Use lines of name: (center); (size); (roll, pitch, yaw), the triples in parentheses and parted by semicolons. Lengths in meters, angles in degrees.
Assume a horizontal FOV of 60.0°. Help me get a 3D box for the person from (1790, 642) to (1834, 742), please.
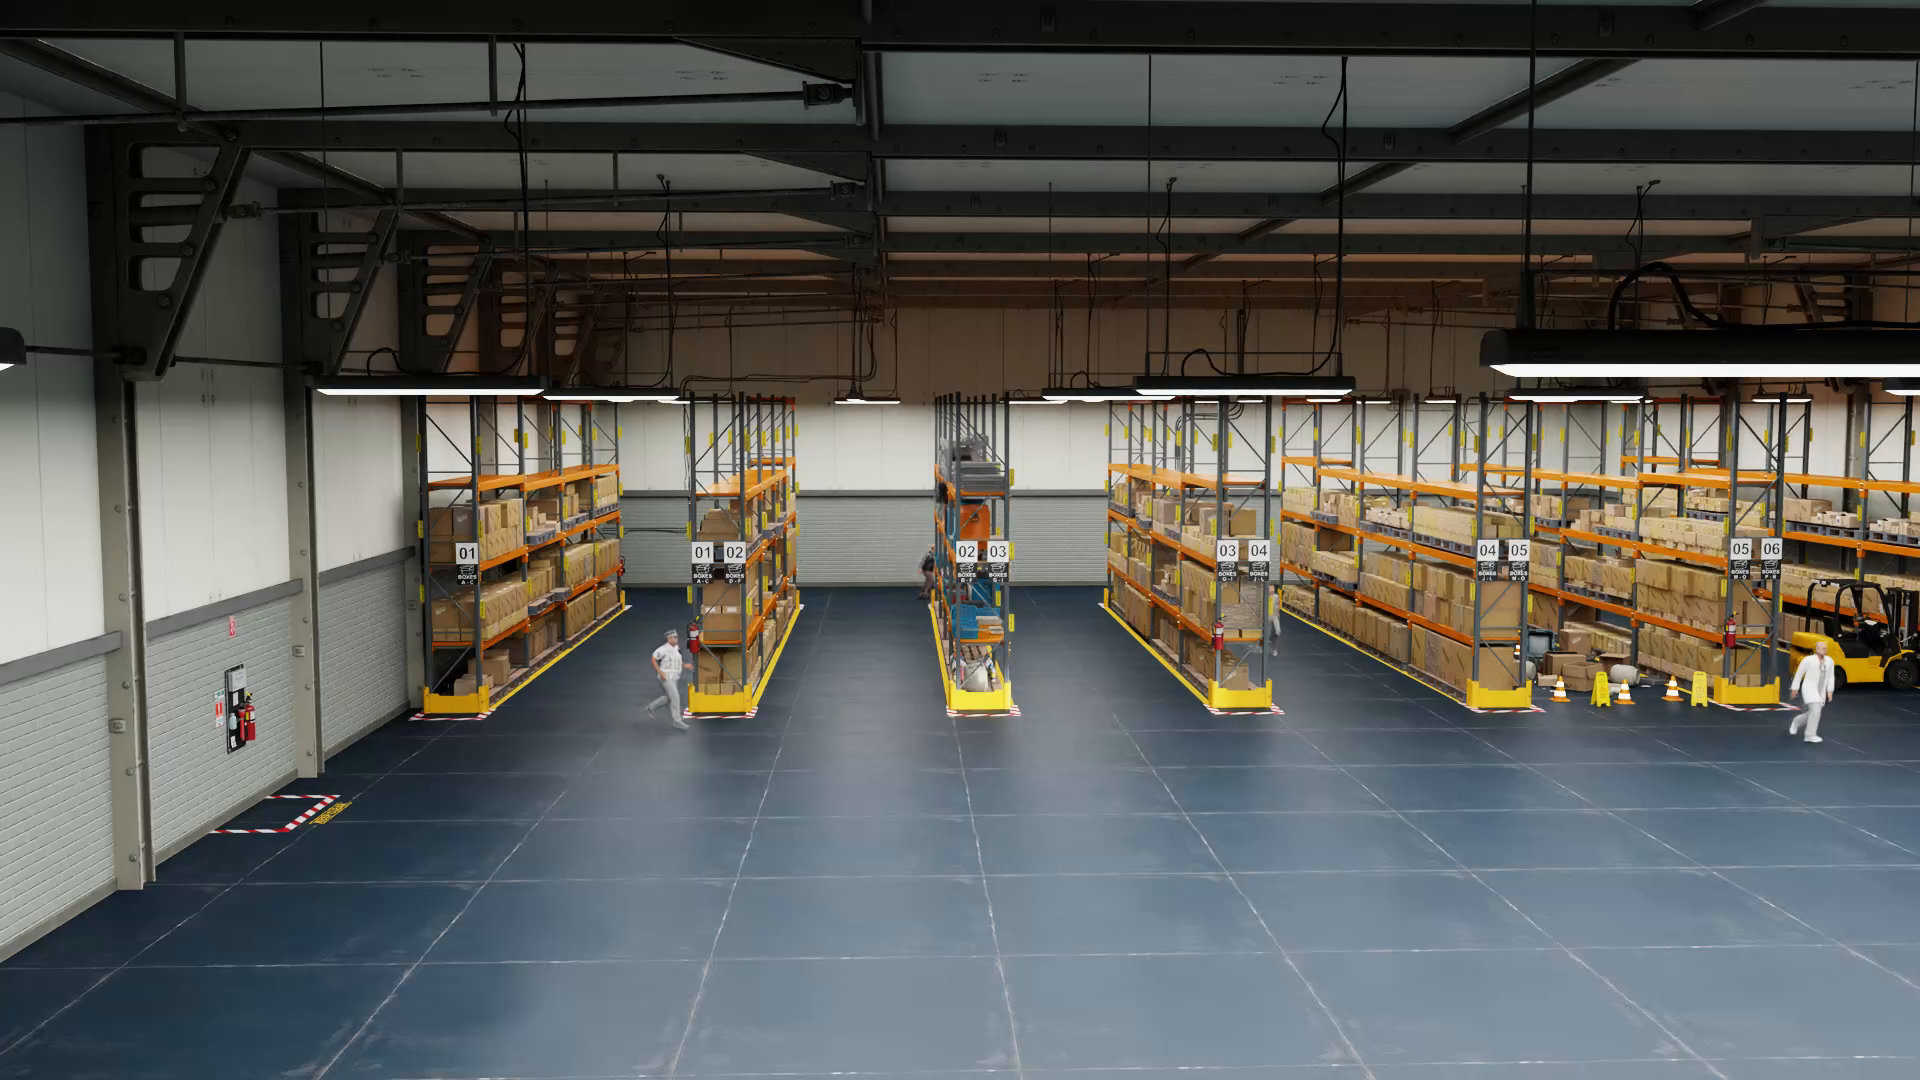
person: (14.615, 2.580, 28.521); (0.709, 1.712, 0.823); (-1, 5, -10)

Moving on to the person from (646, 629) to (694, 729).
person: (-5.262, 2.473, 29.752); (0.952, 1.773, 0.645); (2, 5, 19)

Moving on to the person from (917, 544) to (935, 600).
person: (-0.908, 0.940, 49.188); (0.741, 1.661, 0.653); (2, 5, 20)

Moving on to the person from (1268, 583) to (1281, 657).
person: (7.143, 1.842, 38.240); (0.575, 1.701, 0.707); (-1, 5, -11)
